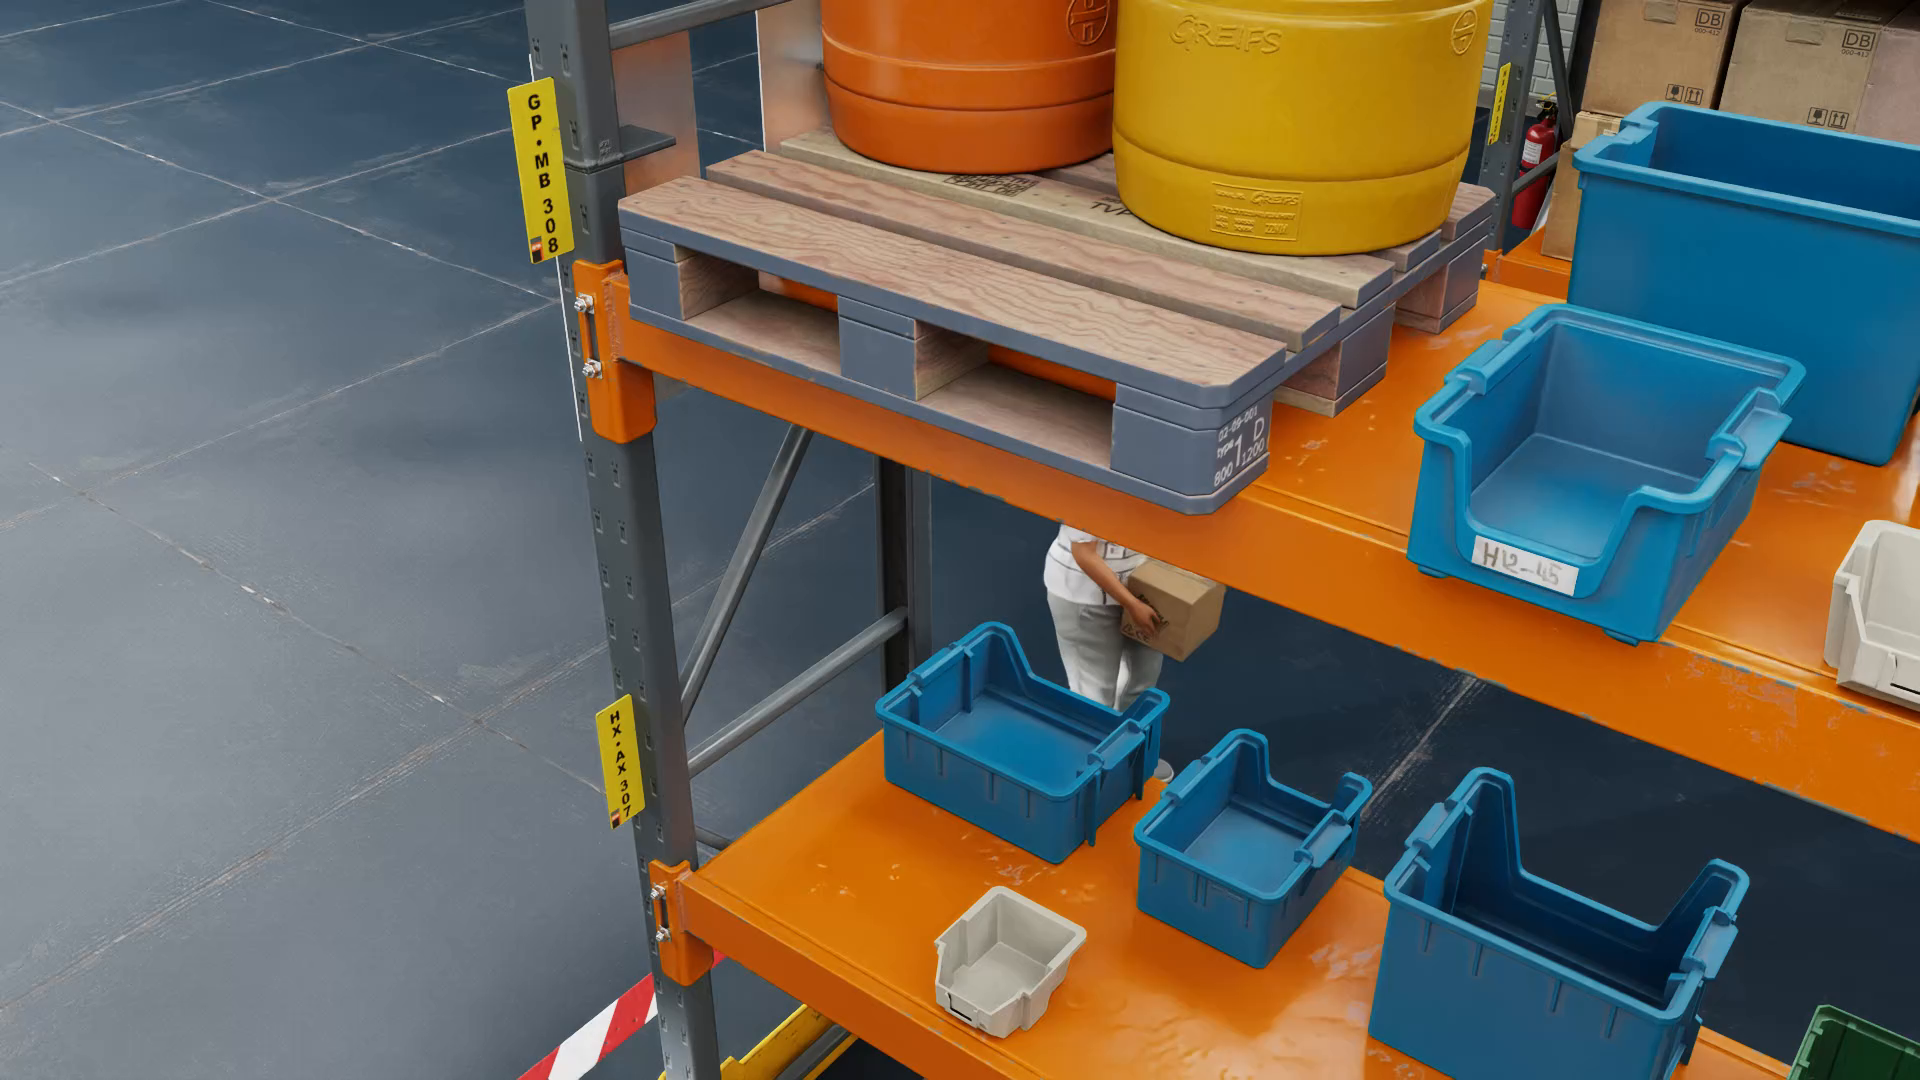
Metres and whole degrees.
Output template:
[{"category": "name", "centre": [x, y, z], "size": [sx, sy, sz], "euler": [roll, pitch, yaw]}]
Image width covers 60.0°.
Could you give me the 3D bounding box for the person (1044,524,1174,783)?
[{"category": "person", "centre": [0.559, 0.182, 5.821], "size": [0.490, 1.671, 0.493], "euler": [21, 37, 31]}]
